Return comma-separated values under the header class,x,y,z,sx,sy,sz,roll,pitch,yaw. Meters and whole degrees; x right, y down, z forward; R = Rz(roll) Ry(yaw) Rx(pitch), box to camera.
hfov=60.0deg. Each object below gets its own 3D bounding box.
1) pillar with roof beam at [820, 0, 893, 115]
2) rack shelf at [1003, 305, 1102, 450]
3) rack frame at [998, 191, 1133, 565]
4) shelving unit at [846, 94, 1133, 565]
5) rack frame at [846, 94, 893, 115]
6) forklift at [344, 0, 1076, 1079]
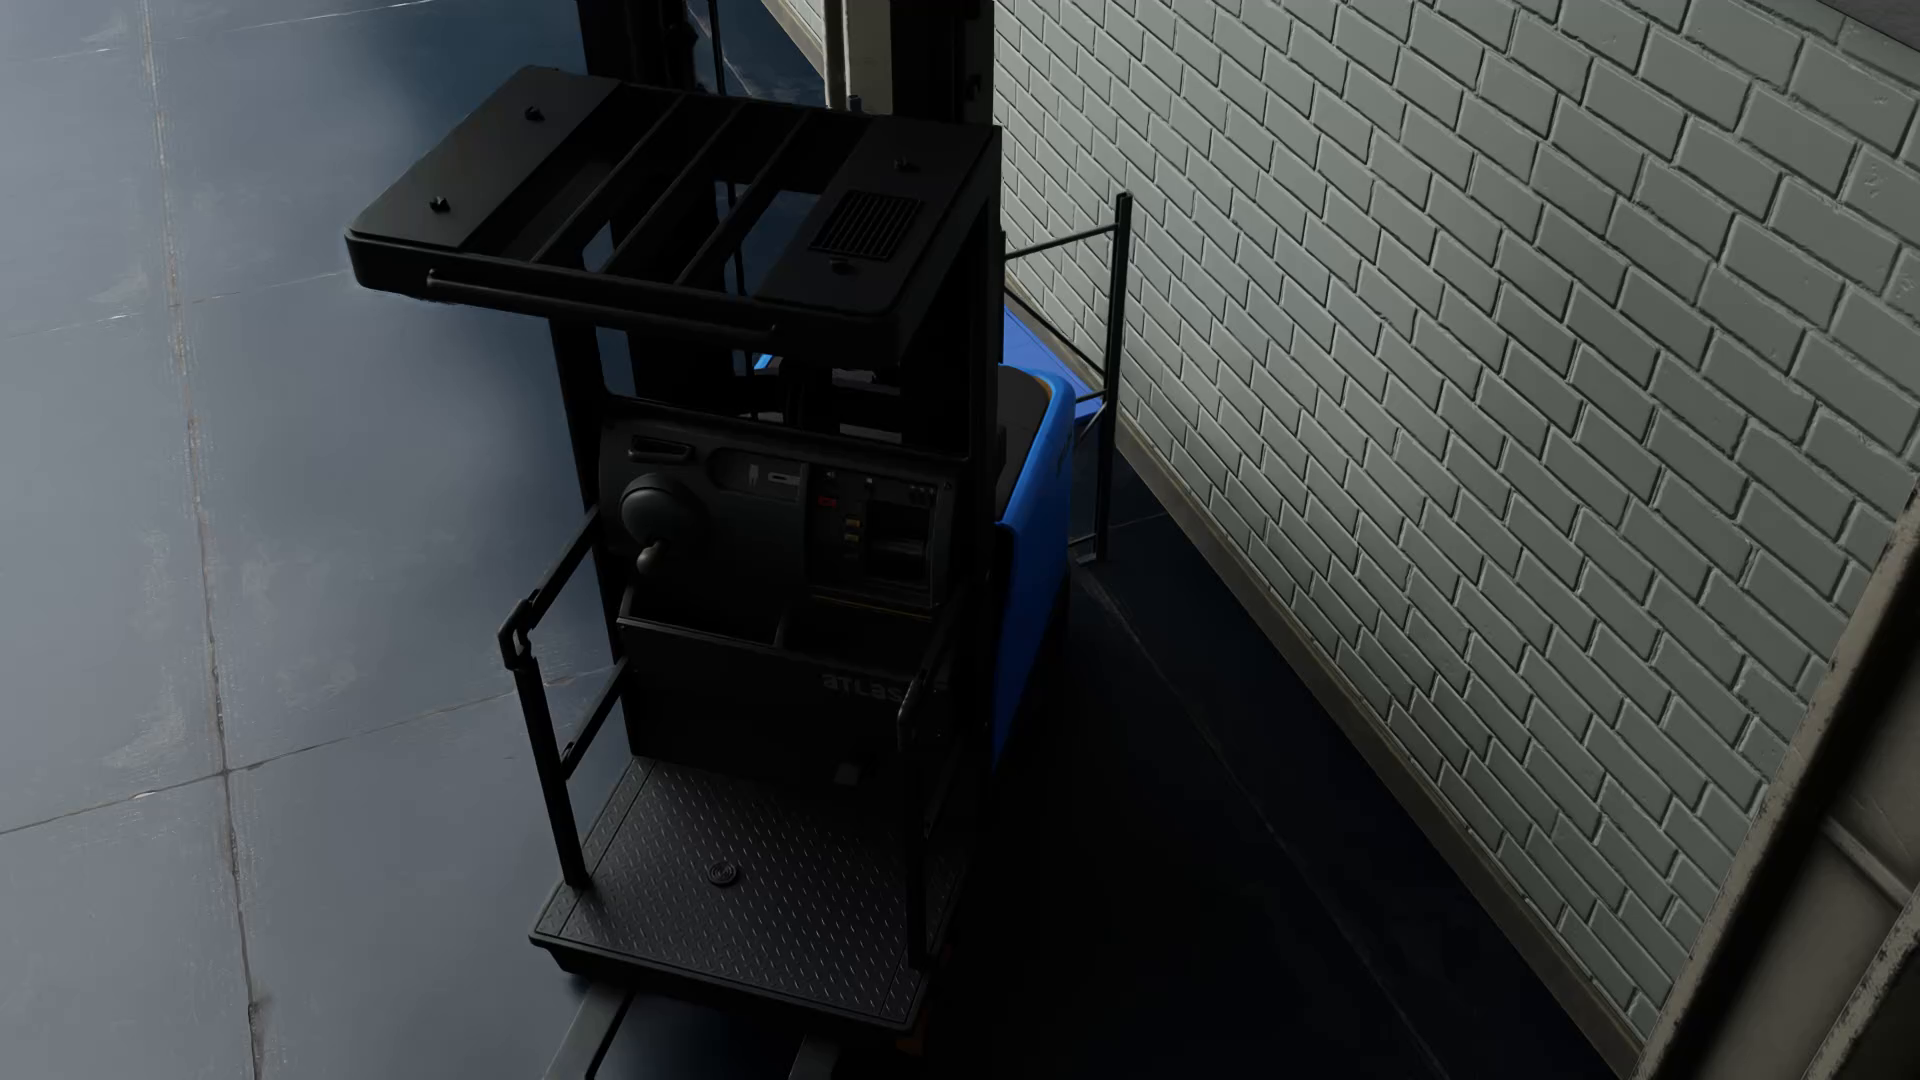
class,x,y,z,sx,sy,sz,roll,pitch,yaw
pillar with roof beam,-4.435,-4.222,4.258,9.100,9.000,0.400,-15,43,-17
rack shelf,0.075,-0.598,6.071,0.538,0.185,1.000,-19,44,-21
rack frame,0.314,-0.442,5.614,0.500,1.500,0.032,-19,44,-21
shelving unit,0.075,-0.734,5.954,0.538,1.500,1.048,-19,44,-21
rack frame,-0.165,-1.027,6.294,0.500,1.500,0.032,-19,44,-21
forklift,-0.517,0.021,3.978,1.130,2.935,3.031,10,42,12
